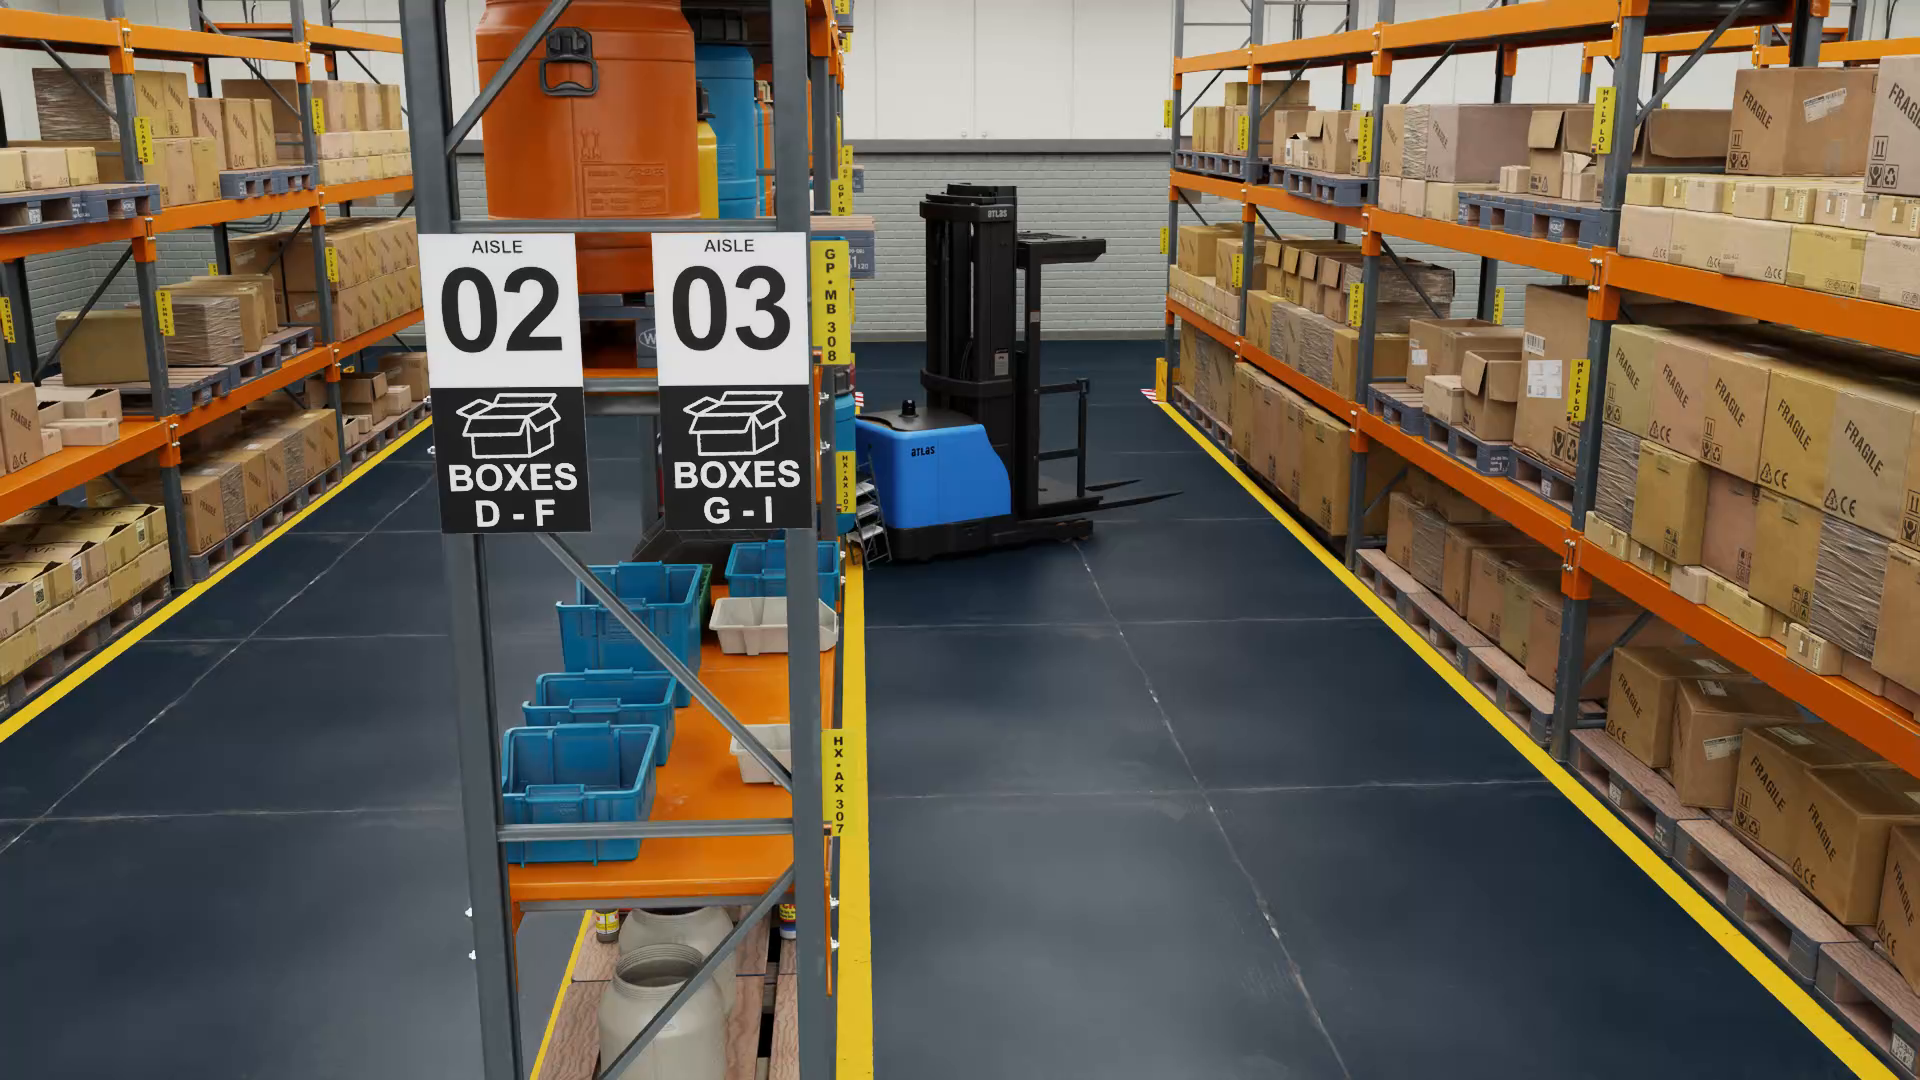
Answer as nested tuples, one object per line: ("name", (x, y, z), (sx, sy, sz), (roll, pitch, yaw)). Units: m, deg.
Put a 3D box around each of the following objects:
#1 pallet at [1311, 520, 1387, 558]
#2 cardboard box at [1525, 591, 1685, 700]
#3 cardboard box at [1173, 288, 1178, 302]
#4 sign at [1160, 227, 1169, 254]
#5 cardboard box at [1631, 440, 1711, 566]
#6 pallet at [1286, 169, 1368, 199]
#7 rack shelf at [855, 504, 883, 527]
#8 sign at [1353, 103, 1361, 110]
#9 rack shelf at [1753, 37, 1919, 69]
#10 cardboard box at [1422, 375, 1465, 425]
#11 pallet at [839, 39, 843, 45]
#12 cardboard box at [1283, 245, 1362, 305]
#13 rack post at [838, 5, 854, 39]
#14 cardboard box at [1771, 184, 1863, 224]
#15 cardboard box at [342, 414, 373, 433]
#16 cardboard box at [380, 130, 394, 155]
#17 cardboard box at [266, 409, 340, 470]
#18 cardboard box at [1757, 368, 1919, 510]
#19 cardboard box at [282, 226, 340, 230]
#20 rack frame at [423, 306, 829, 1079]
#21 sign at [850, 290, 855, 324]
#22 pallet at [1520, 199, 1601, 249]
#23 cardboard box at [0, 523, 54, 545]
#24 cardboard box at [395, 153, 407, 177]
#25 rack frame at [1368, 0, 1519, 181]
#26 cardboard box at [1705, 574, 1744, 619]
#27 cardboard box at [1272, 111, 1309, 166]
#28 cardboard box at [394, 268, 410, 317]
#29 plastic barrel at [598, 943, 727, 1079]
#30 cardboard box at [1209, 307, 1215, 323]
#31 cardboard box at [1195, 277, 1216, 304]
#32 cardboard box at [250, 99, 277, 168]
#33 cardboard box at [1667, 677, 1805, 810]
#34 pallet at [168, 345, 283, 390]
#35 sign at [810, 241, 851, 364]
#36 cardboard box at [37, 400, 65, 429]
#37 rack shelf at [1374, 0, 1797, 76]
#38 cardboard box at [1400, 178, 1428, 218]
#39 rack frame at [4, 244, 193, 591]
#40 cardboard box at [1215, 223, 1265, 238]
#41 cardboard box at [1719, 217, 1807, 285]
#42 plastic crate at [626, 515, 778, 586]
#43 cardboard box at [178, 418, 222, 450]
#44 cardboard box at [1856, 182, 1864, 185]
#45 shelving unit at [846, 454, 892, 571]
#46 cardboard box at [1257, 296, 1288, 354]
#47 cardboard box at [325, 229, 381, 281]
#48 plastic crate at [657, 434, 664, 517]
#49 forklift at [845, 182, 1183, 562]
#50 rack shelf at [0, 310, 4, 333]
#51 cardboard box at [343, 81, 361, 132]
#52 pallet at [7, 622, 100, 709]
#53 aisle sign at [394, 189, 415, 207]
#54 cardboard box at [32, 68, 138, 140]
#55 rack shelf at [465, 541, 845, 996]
("pallet", (3.582, -0.077, 13.901), (1.003, 0.211, 1.213), (-1, 14, -3))
("cardboard box", (3.787, 0.609, 9.772), (0.700, 0.500, 0.500), (-2, 15, -8))
("cardboard box", (2.770, -2.941, 19.941), (0.380, 0.149, 0.250), (-1, 14, -4))
("sign", (2.505, -3.670, 20.375), (0.100, 0.325, 0.005), (-1, 14, -3))
("cardboard box", (3.765, -0.190, 7.947), (0.875, 0.500, 0.500), (-1, 14, -3))
("pallet", (3.390, -3.029, 14.137), (1.003, 0.211, 1.213), (0, 14, -1))
("rack shelf", (-0.769, -0.203, 13.058), (0.258, 0.077, 0.200), (-25, 25, -31))
("sign", (3.849, -4.091, 16.218), (0.100, 0.325, 0.005), (-1, 14, -3))
("rack shelf", (8.388, -4.142, 14.312), (1.077, 0.370, 4.000), (-1, 14, -3))
("cardboard box", (3.430, -0.940, 11.120), (0.500, 0.250, 0.500), (-1, 14, -5))
("pallet", (-1.554, -4.563, 14.884), (1.003, 0.211, 1.213), (-1, 14, -3))
("cardboard box", (3.386, -2.430, 15.235), (0.797, 0.503, 0.637), (-1, 14, -3))
("rack post", (-1.383, -4.310, 13.722), (0.937, 0.300, 0.954), (1, 14, 3))
("cardboard box", (3.634, -1.399, 6.925), (0.380, 0.149, 0.250), (-1, 14, -5))
("cardboard box", (-6.454, -1.236, 17.615), (0.380, 0.166, 0.250), (-1, 14, -3))
("cardboard box", (-6.483, -4.317, 18.064), (0.500, 0.250, 0.500), (-1, 14, -3))
("cardboard box", (-6.263, -0.957, 15.860), (0.500, 0.500, 0.500), (-1, 14, -4))
("cardboard box", (3.682, -0.423, 6.847), (0.500, 0.500, 0.500), (-1, 14, -3))
("cardboard box", (-6.965, -3.105, 17.868), (0.500, 0.500, 0.500), (-1, 14, -4))
("rack frame", (-0.892, 0.836, 4.757), (1.000, 3.000, 0.127), (-1, 14, -3))
("sign", (-1.087, -2.290, 16.353), (0.100, 0.325, 0.005), (-1, 14, -3))
("pallet", (3.871, -1.752, 9.174), (1.213, 0.211, 1.003), (-1, 14, -3))
("cardboard box", (-6.552, 0.044, 11.386), (0.500, 0.311, 0.500), (-1, 14, -5))
("cardboard box", (-6.513, -4.199, 18.610), (0.500, 0.250, 0.500), (-1, 14, -3))
("rack frame", (3.555, -4.135, 12.040), (1.000, 3.000, 0.127), (-1, 14, -3))
("cardboard box", (3.618, 0.255, 7.520), (0.380, 0.149, 0.250), (-1, 14, -3))
("cardboard box", (3.353, -3.785, 15.655), (0.700, 0.500, 0.500), (-1, 14, -2))
("cardboard box", (-6.467, -2.756, 18.516), (0.500, 0.500, 0.500), (-1, 14, -3))
("plastic barrel", (-1.009, 1.675, 5.647), (0.421, 0.512, 0.421), (0, 14, 0))
("cardboard box", (2.898, -2.430, 17.955), (0.380, 0.149, 0.250), (-1, 14, -2))
("cardboard box", (2.924, -2.784, 18.530), (0.500, 0.250, 0.500), (-1, 14, -5))
("cardboard box", (-6.622, -3.699, 15.121), (0.600, 0.600, 0.600), (-2, 15, -9))
("cardboard box", (3.831, 1.014, 8.238), (0.500, 0.500, 0.500), (4, 15, 14))
("pallet", (-6.457, -1.469, 14.100), (1.003, 0.211, 1.213), (-1, 14, -3))
("sign", (-0.343, -0.628, 4.411), (0.100, 0.325, 0.005), (-1, 14, -3))
("cardboard box", (-6.470, -0.809, 11.332), (0.500, 0.311, 0.500), (-1, 14, -4))
("rack shelf", (3.679, -3.096, 10.246), (1.077, 0.370, 4.000), (-1, 14, -3))
("cardboard box", (3.362, -2.362, 11.467), (0.500, 0.250, 0.500), (-1, 14, -2))
("rack frame", (-6.332, -1.078, 12.197), (1.000, 3.000, 0.127), (-1, 14, -3))
("cardboard box", (3.352, -3.537, 19.953), (0.500, 0.500, 0.500), (-1, 14, -3))
("cardboard box", (3.633, -1.244, 7.124), (0.500, 0.250, 0.500), (-1, 15, -6))
("plastic crate", (-1.235, 0.003, 8.118), (0.767, 0.338, 0.504), (-1, 14, -3))
("cardboard box", (-6.700, -0.941, 14.293), (0.500, 0.250, 0.500), (-1, 14, -4))
("cardboard box", (4.124, -1.470, 7.199), (0.380, 0.149, 0.250), (0, 14, -1))
("shelving unit", (-0.774, -0.233, 13.045), (0.258, 0.900, 0.210), (-25, 25, -31))
("cardboard box", (3.119, -2.030, 15.696), (0.500, 0.500, 0.500), (-1, 14, -3))
("cardboard box", (-6.392, -2.983, 17.394), (0.500, 0.500, 0.500), (-1, 14, -5))
("plastic crate", (-1.476, -0.305, 9.065), (0.402, 0.464, 0.583), (-1, 14, -3))
("forklift", (0.531, -1.502, 13.981), (3.031, 2.935, 1.130), (-9, 17, -31))
("rack shelf", (-11.648, -2.144, 17.785), (1.077, 0.370, 4.000), (-1, 14, -3))
("cardboard box", (-6.575, -4.429, 16.995), (0.700, 0.500, 0.500), (-1, 14, -3))
("pallet", (-6.248, 0.780, 10.570), (1.003, 0.211, 1.213), (-1, 14, -3))
("aisle sign", (-6.526, -4.348, 19.690), (0.394, 0.787, 0.004), (-1, 14, -3))
("cardboard box", (-6.353, -3.172, 12.108), (0.500, 0.500, 0.500), (-1, 14, -3))
("rack shelf", (-1.016, 0.687, 6.780), (1.077, 0.370, 4.000), (-1, 14, -3))
